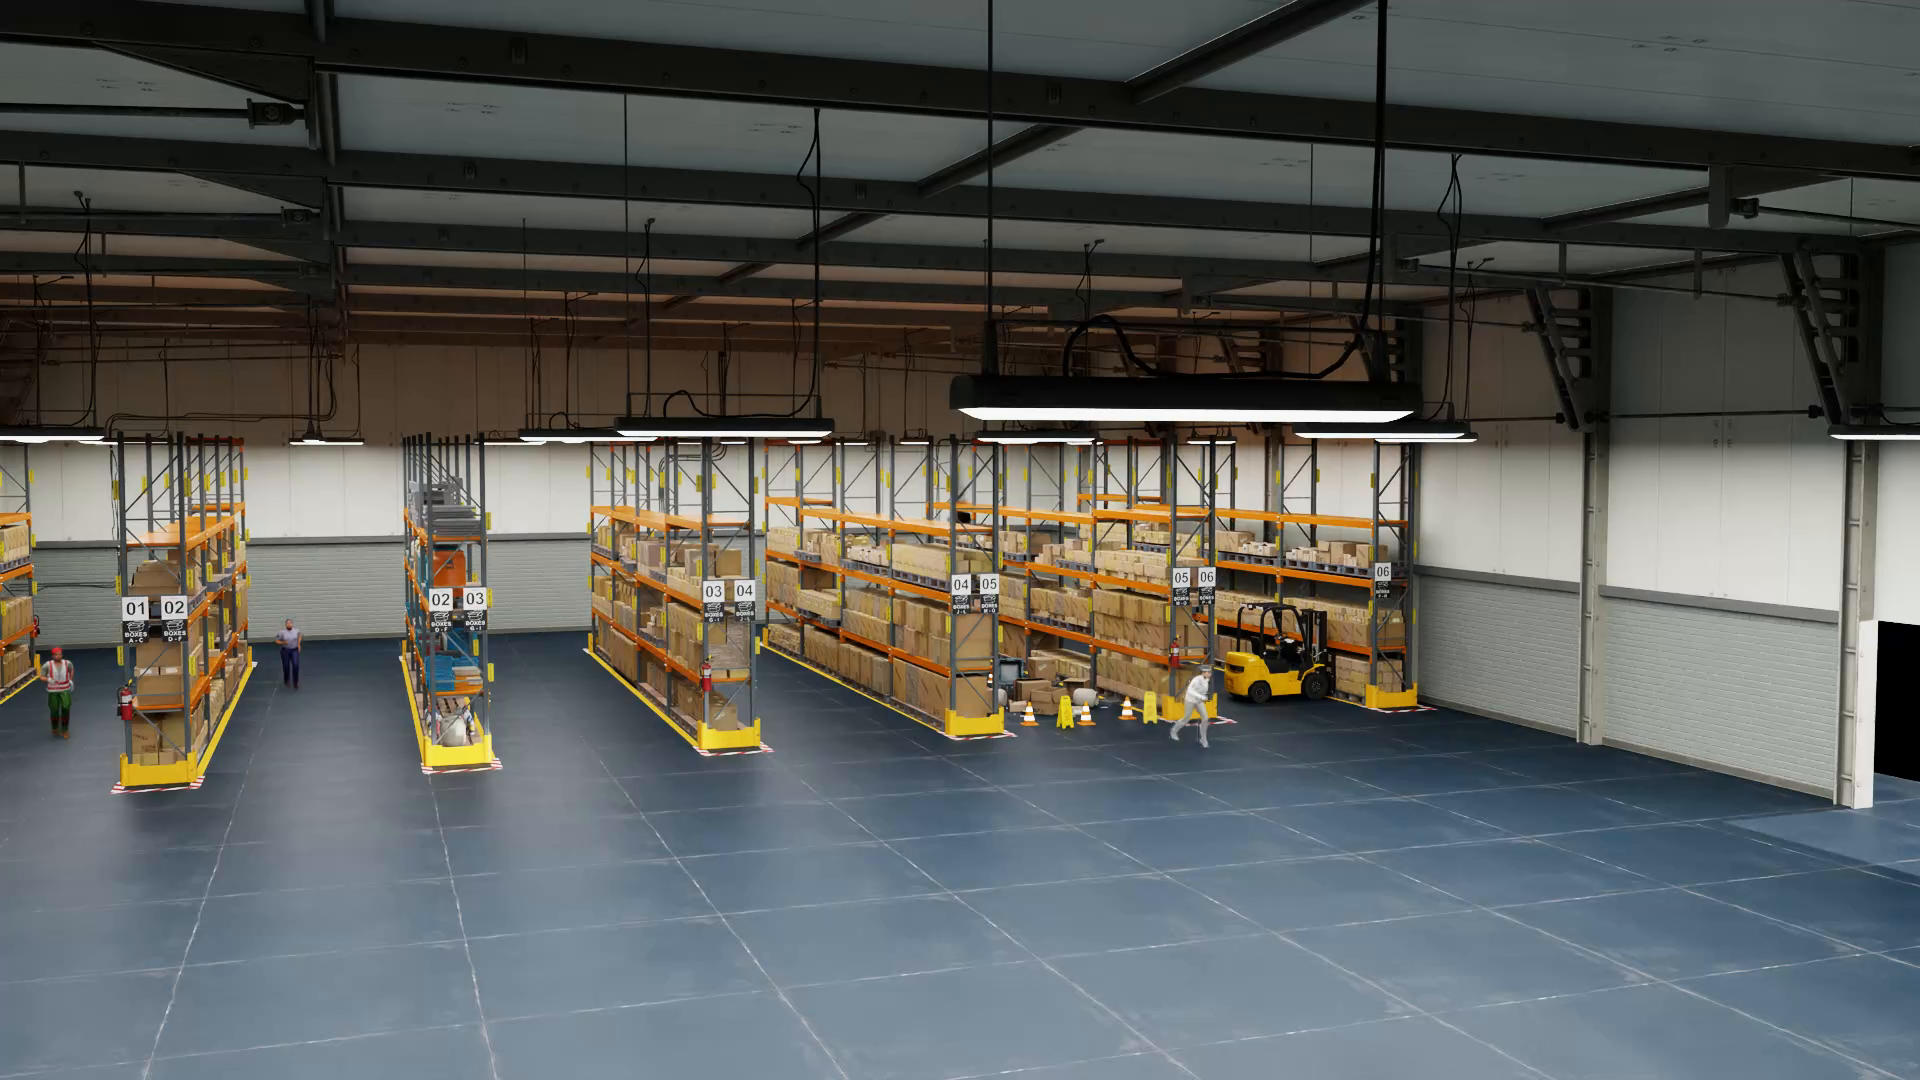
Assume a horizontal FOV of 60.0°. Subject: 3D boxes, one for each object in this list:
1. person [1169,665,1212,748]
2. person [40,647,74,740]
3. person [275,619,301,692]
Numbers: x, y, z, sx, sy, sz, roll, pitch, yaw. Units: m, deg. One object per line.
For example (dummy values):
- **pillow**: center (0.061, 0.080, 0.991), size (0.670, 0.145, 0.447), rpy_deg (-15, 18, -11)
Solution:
- **person**: center (4.453, 3.178, 32.036), size (0.964, 1.627, 0.657), rpy_deg (3, 4, 42)
- **person**: center (-17.800, 3.014, 32.803), size (0.588, 1.831, 0.835), rpy_deg (-2, 4, -30)
- **person**: center (-15.896, 2.709, 39.395), size (0.596, 1.687, 0.854), rpy_deg (-2, 4, -26)
